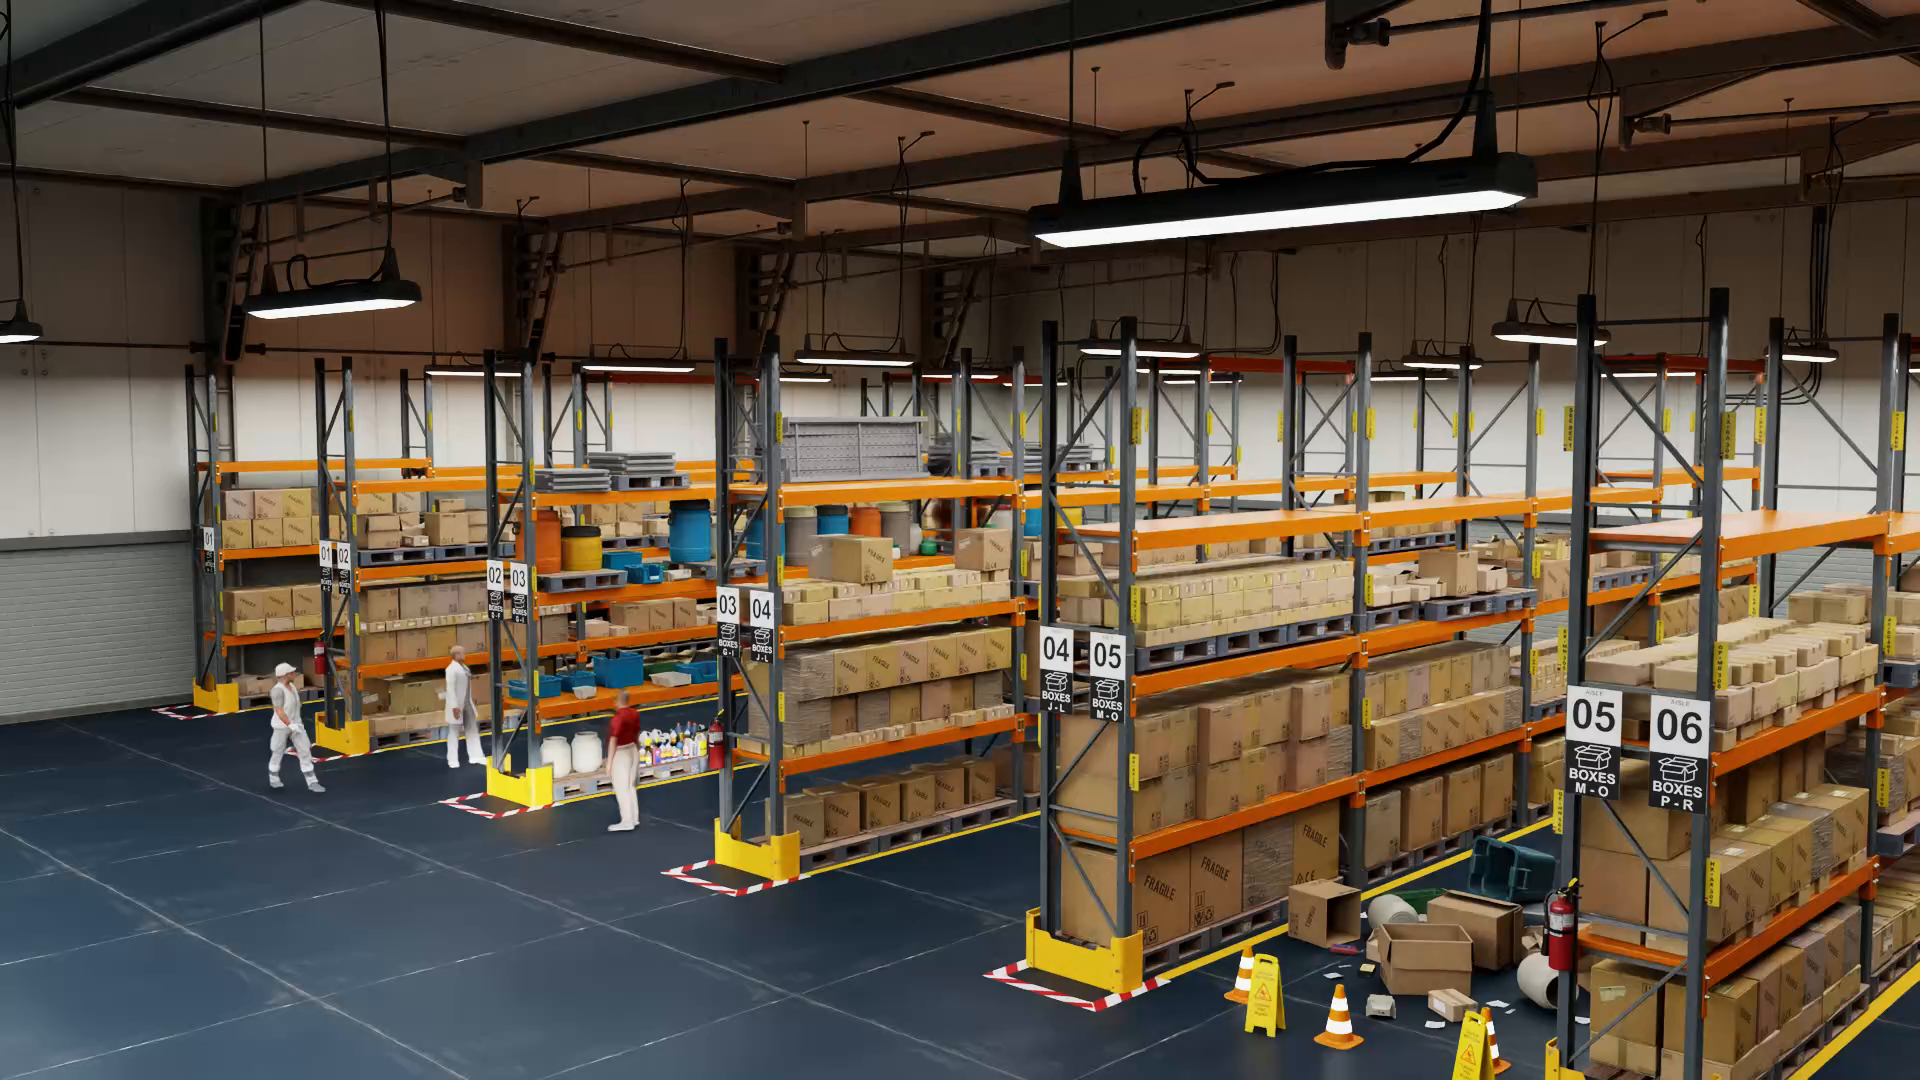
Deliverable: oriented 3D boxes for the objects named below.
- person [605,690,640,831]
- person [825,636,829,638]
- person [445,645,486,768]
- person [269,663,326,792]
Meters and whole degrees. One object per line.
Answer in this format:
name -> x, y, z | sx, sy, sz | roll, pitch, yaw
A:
person -> -4.185, 2.738, 20.609 | 0.414, 1.768, 0.671 | 2, 5, 19
person -> -2.160, 2.041, 30.238 | 0.674, 1.708, 0.484 | -2, 5, -22
person -> -7.233, 2.424, 24.258 | 0.616, 1.776, 0.630 | 2, 5, 22
person -> -9.056, 2.532, 22.482 | 0.985, 1.736, 0.496 | 3, 5, 36
